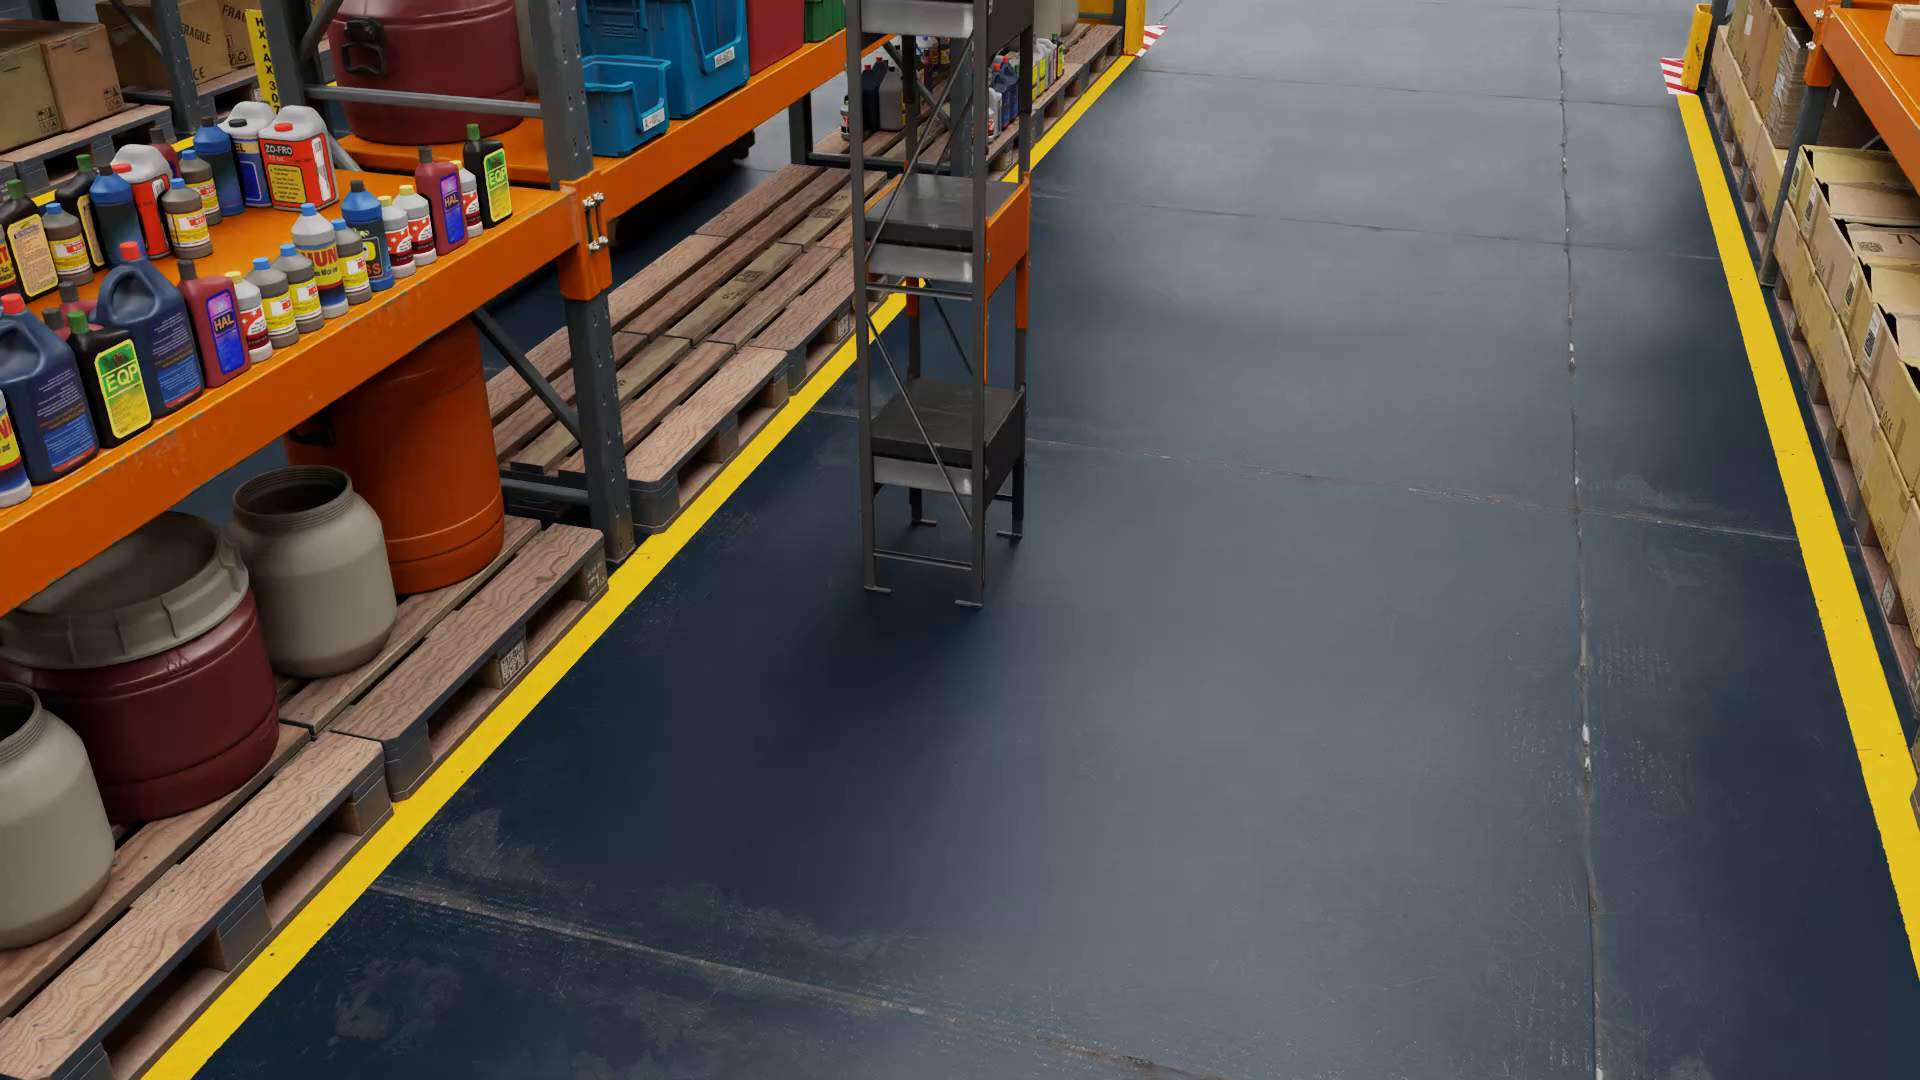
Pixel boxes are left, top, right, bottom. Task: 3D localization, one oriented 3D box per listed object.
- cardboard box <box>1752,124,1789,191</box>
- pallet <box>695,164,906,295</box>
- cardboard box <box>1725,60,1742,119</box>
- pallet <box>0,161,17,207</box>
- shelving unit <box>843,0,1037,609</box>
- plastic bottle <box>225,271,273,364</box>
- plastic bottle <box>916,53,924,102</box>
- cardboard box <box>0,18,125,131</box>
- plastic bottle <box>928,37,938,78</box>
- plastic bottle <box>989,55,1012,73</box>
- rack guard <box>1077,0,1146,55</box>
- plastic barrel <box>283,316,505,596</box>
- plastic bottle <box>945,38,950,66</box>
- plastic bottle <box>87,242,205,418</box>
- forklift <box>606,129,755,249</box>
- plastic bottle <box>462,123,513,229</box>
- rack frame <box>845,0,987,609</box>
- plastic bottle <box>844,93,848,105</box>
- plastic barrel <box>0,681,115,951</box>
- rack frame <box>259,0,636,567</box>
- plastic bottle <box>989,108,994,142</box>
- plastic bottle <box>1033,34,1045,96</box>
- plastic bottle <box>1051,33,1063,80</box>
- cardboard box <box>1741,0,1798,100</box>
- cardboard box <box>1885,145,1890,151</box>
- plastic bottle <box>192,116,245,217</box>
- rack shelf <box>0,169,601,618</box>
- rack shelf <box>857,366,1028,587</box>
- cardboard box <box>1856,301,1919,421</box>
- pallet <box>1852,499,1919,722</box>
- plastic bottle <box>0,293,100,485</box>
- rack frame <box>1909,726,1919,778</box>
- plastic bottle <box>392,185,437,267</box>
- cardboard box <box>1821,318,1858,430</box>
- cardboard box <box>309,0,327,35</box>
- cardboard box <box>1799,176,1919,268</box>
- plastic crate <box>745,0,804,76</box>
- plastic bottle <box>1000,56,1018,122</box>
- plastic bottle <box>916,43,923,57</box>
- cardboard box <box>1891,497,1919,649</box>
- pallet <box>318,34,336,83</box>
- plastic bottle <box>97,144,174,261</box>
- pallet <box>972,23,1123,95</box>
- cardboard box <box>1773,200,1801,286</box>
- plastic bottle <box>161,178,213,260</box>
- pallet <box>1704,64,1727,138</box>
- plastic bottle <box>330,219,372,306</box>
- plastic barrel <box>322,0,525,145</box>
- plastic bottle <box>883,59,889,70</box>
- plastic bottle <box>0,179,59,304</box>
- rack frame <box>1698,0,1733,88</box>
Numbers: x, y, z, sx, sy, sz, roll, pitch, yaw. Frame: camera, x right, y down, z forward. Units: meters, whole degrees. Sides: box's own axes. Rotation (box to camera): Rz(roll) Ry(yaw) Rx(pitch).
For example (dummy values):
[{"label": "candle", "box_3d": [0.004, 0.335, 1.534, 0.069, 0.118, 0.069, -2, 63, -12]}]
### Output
[{"label": "cardboard box", "box_3d": [4.387, -1.931, 8.532, 0.500, 0.250, 0.500, 8, 30, 15]}, {"label": "pallet", "box_3d": [-0.624, -1.591, 8.393, 1.003, 0.211, 1.213, 8, 30, 15]}, {"label": "cardboard box", "box_3d": [4.817, -2.630, 9.788, 0.500, 0.250, 0.500, 8, 30, 15]}, {"label": "pallet", "box_3d": [-5.749, -1.737, 8.656, 1.003, 0.211, 1.213, 8, 30, 15]}, {"label": "shelving unit", "box_3d": [-0.049, -0.841, 5.101, 0.431, 2.100, 0.503, 8, 30, 15]}, {"label": "plastic bottle", "box_3d": [-1.635, -0.510, 3.786, 0.097, 0.201, 0.097, 0, 29, 0]}, {"label": "plastic bottle", "box_3d": [-0.261, -2.762, 9.971, 0.061, 0.283, 0.133, 8, 30, 15]}, {"label": "cardboard box", "box_3d": [-5.366, -2.704, 9.644, 0.700, 0.500, 0.500, 6, 30, 11]}, {"label": "plastic bottle", "box_3d": [-0.187, -3.081, 10.558, 0.097, 0.271, 0.097, 0, 29, 0]}, {"label": "plastic bottle", "box_3d": [0.234, -2.793, 10.034, 0.152, 0.276, 0.135, 8, 30, 15]}, {"label": "rack guard", "box_3d": [0.766, -3.904, 12.254, 1.175, 0.500, 0.348, 8, 30, 15]}, {"label": "plastic barrel", "box_3d": [-1.732, -0.326, 5.052, 0.600, 0.830, 0.708, 8, 30, 15]}, {"label": "plastic bottle", "box_3d": [-0.087, -3.241, 10.844, 0.097, 0.271, 0.097, 0, 29, 0]}, {"label": "plastic bottle", "box_3d": [-1.738, -0.451, 3.527, 0.144, 0.351, 0.185, 8, 30, 15]}, {"label": "forklift", "box_3d": [-2.126, -2.957, 8.051, 1.130, 2.935, 3.031, 8, 30, 15]}, {"label": "plastic bottle", "box_3d": [-1.316, -1.021, 4.620, 0.061, 0.283, 0.133, 8, 30, 15]}, {"label": "rack frame", "box_3d": [-0.120, -0.727, 4.897, 0.400, 2.100, 0.015, 8, 30, 15]}, {"label": "plastic bottle", "box_3d": [-0.605, -2.456, 9.421, 0.061, 0.283, 0.133, 10, 31, 17]}, {"label": "plastic barrel", "box_3d": [-2.144, 0.612, 3.691, 0.421, 0.512, 0.421, 0, 29, 0]}, {"label": "rack frame", "box_3d": [-1.605, -1.321, 5.039, 1.000, 3.000, 0.127, 8, 30, 15]}, {"label": "plastic bottle", "box_3d": [0.142, -2.329, 9.278, 0.097, 0.201, 0.097, 0, 29, 0]}, {"label": "plastic bottle", "box_3d": [0.438, -2.902, 10.154, 0.144, 0.351, 0.185, 10, 31, 17]}, {"label": "plastic bottle", "box_3d": [0.607, -3.071, 10.527, 0.061, 0.283, 0.133, 9, 30, 16]}, {"label": "cardboard box", "box_3d": [4.665, -2.726, 9.189, 0.500, 0.500, 0.500, 8, 30, 15]}, {"label": "cardboard box", "box_3d": [4.878, -2.185, 8.218, 0.500, 0.500, 0.500, 8, 30, 15]}, {"label": "plastic bottle", "box_3d": [-2.101, -1.060, 4.702, 0.097, 0.271, 0.097, 0, 29, 0]}, {"label": "rack shelf", "box_3d": [-2.192, -0.077, 3.543, 1.077, 0.370, 4.000, 8, 30, 15]}, {"label": "rack shelf", "box_3d": [-0.049, -0.217, 5.448, 0.431, 0.518, 0.480, 8, 30, 15]}, {"label": "cardboard box", "box_3d": [3.345, -0.595, 5.553, 0.500, 0.311, 0.500, 8, 30, 15]}, {"label": "pallet", "box_3d": [3.408, 0.229, 5.121, 1.003, 0.211, 1.213, 8, 30, 15]}, {"label": "plastic bottle", "box_3d": [-1.831, -0.304, 3.261, 0.144, 0.351, 0.185, 8, 30, 15]}, {"label": "rack frame", "box_3d": [3.129, -0.612, 3.765, 1.000, 3.000, 0.127, 8, 30, 15]}, {"label": "plastic bottle", "box_3d": [-1.435, -0.827, 4.356, 0.097, 0.201, 0.097, 0, 29, 0]}, {"label": "cardboard box", "box_3d": [3.497, -0.586, 6.115, 0.500, 0.250, 0.500, 9, 30, 16]}, {"label": "cardboard box", "box_3d": [-4.742, -3.725, 11.500, 0.500, 0.500, 0.500, 6, 30, 10]}, {"label": "cardboard box", "box_3d": [3.792, -1.310, 6.839, 0.500, 0.311, 0.500, 8, 30, 14]}, {"label": "plastic crate", "box_3d": [-0.838, -2.056, 6.295, 0.402, 0.464, 0.583, 8, 30, 15]}, {"label": "plastic bottle", "box_3d": [0.258, -2.618, 9.643, 0.144, 0.351, 0.185, 7, 30, 13]}, {"label": "plastic bottle", "box_3d": [-0.276, -2.941, 10.305, 0.097, 0.271, 0.097, 0, 29, 0]}, {"label": "cardboard box", "box_3d": [3.051, 0.126, 4.834, 0.500, 0.250, 0.500, 9, 30, 16]}, {"label": "pallet", "box_3d": [-4.646, -3.554, 11.922, 1.003, 0.211, 1.213, 8, 30, 15]}, {"label": "plastic bottle", "box_3d": [-2.177, -0.897, 4.404, 0.152, 0.276, 0.135, 8, 30, 15]}, {"label": "pallet", "box_3d": [0.523, -3.401, 11.647, 1.003, 0.211, 1.213, 8, 30, 15]}, {"label": "cardboard box", "box_3d": [3.948, -1.301, 7.400, 0.500, 0.250, 0.500, 8, 30, 14]}, {"label": "plastic bottle", "box_3d": [-2.052, -0.855, 4.406, 0.097, 0.201, 0.097, 0, 29, 0]}, {"label": "pallet", "box_3d": [5.293, -2.750, 10.477, 1.003, 0.211, 1.213, 8, 30, 15]}, {"label": "plastic bottle", "box_3d": [-1.520, -0.691, 4.112, 0.097, 0.201, 0.097, 0, 29, 0]}, {"label": "plastic barrel", "box_3d": [-1.758, -1.639, 5.471, 0.600, 0.536, 0.708, 8, 30, 15]}, {"label": "plastic bottle", "box_3d": [-0.453, -2.696, 9.853, 0.061, 0.283, 0.133, 11, 31, 18]}, {"label": "plastic bottle", "box_3d": [-2.327, -0.737, 4.109, 0.061, 0.283, 0.133, 8, 30, 15]}, {"label": "rack frame", "box_3d": [5.477, -4.330, 10.449, 1.000, 3.000, 0.127, 8, 30, 15]}]
